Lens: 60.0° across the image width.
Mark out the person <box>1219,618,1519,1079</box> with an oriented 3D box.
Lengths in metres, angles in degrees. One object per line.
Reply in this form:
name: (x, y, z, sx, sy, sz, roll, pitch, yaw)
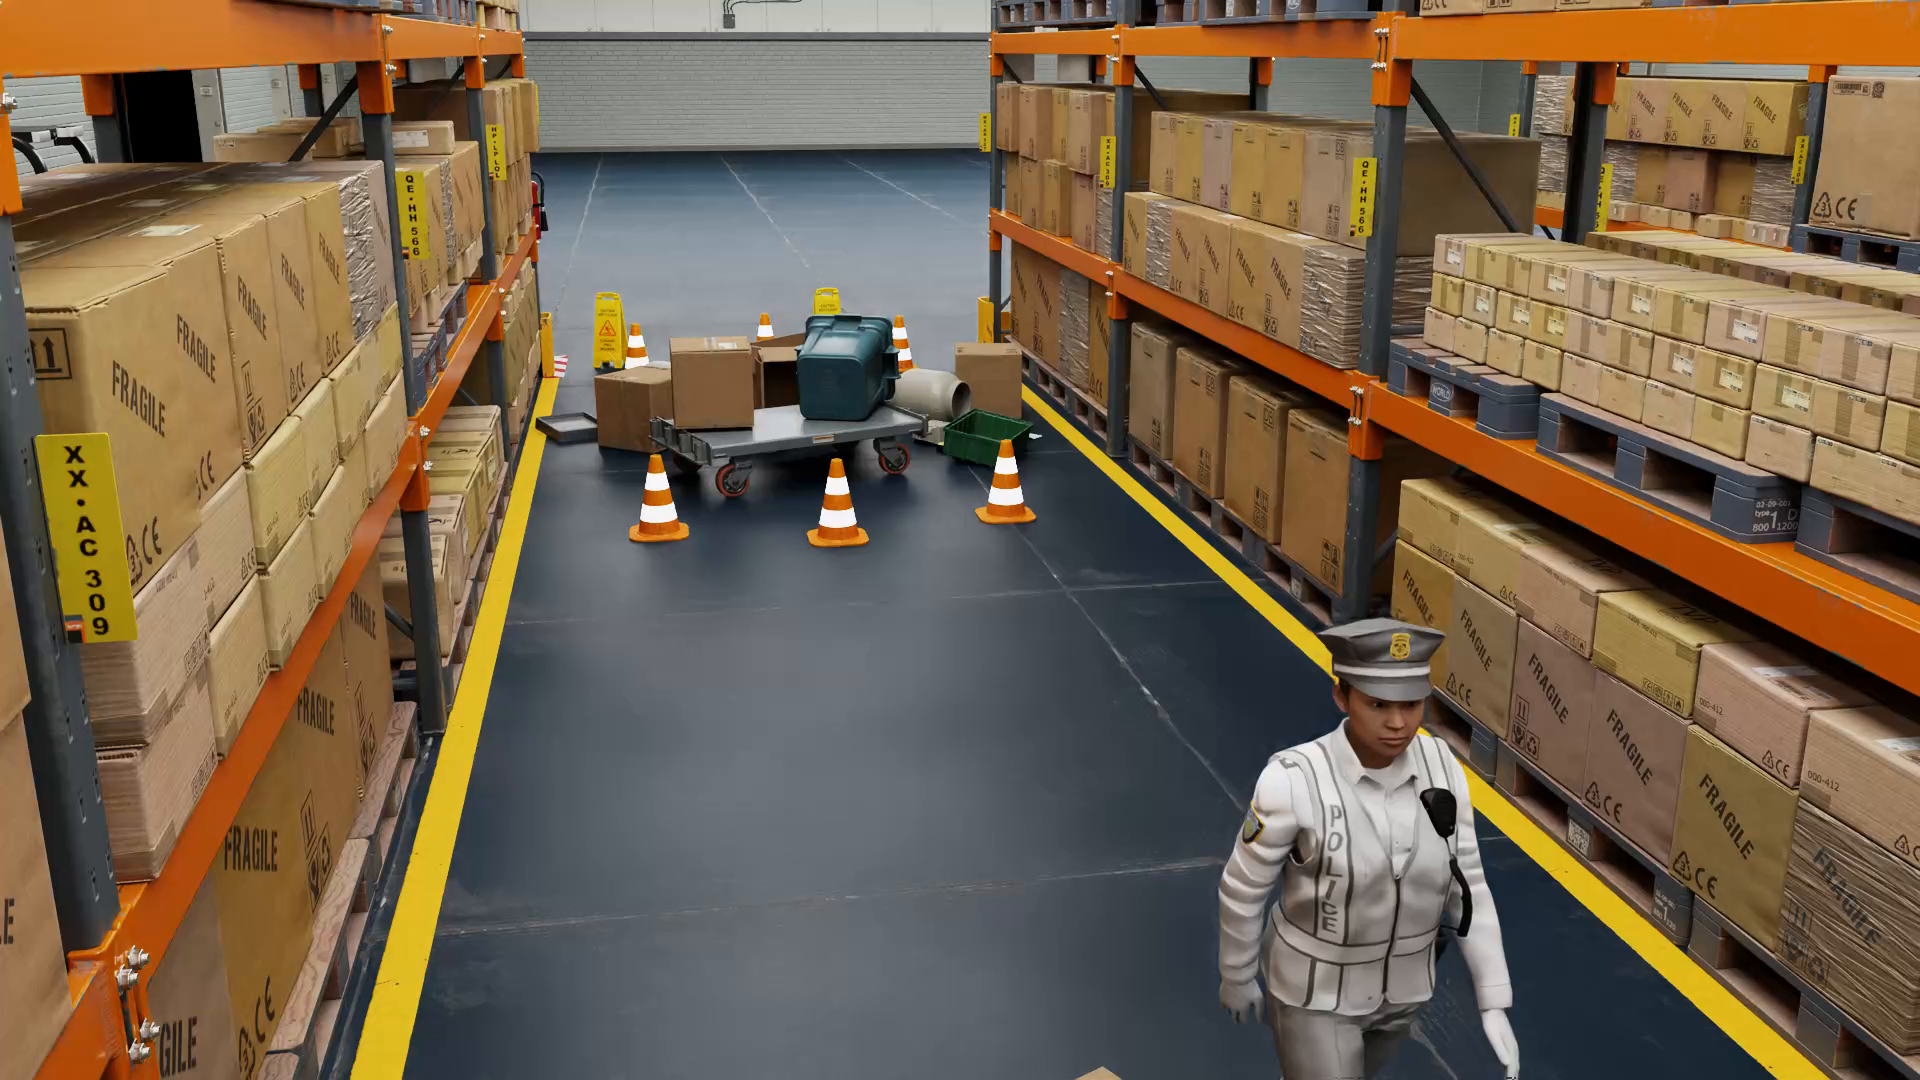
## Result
person: (0.830, 0.922, 3.357, 0.513, 1.623, 1.005, -6, 17, -19)
